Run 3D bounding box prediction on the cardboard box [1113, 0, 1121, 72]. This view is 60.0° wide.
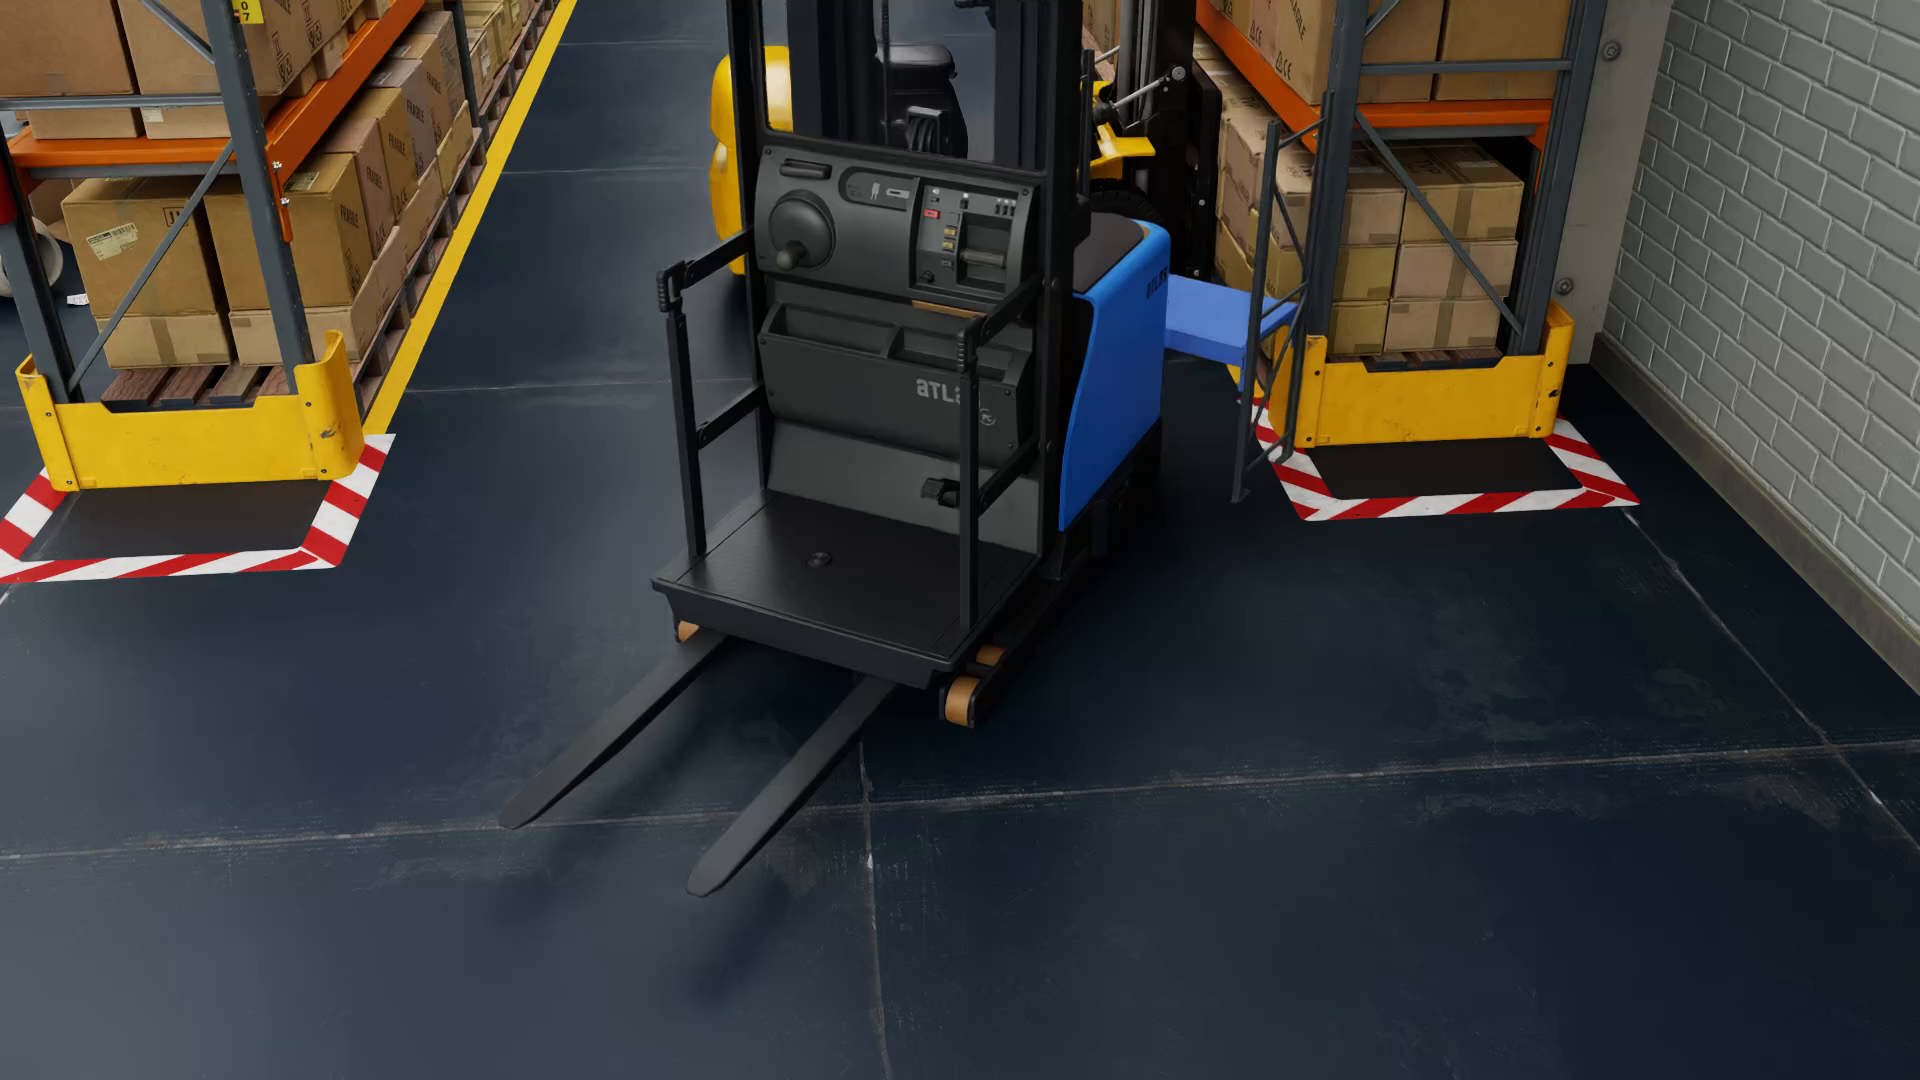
[{"bbox_3d":[1.475,-3.263,10.693,0.875,0.625,0.625,-1,31,-2],"label":"cardboard box"}]

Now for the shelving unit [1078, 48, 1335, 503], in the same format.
[{"bbox_3d":[0.797,-1.045,6.536,1.048,1.500,0.538,20,36,29],"label":"shelving unit"}]

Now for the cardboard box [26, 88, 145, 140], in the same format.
[{"bbox_3d":[-3.281,-1.627,6.293,0.380,0.149,0.250,-2,31,-3],"label":"cardboard box"}]

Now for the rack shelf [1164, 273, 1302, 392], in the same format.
[{"bbox_3d":[0.797,-0.890,6.629,1.000,0.185,0.538,20,36,29],"label":"rack shelf"}]

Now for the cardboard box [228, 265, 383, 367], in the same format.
[{"bbox_3d":[-2.833,-0.979,7.236,0.500,0.250,0.500,-3,31,-5],"label":"cardboard box"}]

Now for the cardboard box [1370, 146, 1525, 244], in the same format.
[{"bbox_3d":[2.052,-1.477,7.095,0.500,0.250,0.500,-3,31,-5],"label":"cardboard box"}]

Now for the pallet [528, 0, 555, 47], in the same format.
[{"bbox_3d":[-3.709,-4.042,12.812,1.003,0.211,1.213,-3,31,-5],"label":"pallet"}]

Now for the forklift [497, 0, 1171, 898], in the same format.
[{"bbox_3d":[-0.305,-0.922,4.936,1.130,2.935,3.031,14,34,22],"label":"forklift"}]

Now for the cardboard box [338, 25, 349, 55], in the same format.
[{"bbox_3d":[-2.876,-2.159,7.185,0.380,0.149,0.250,-2,31,-3],"label":"cardboard box"}]

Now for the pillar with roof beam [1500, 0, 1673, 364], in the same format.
[{"bbox_3d":[-1.545,-4.562,5.112,9.100,9.000,0.400,-3,31,-5],"label":"pillar with roof beam"}]

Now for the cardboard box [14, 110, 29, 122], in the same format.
[{"bbox_3d":[-5.176,-2.748,9.624,0.500,0.500,0.500,-3,31,-5],"label":"cardboard box"}]

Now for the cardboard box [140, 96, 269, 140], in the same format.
[{"bbox_3d":[-2.859,-1.629,6.298,0.380,0.149,0.250,-3,31,-4],"label":"cardboard box"}]

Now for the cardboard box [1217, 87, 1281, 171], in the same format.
[{"bbox_3d":[1.444,-1.960,7.904,0.500,0.250,0.500,-2,31,-4],"label":"cardboard box"}]

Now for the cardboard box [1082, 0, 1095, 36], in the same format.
[{"bbox_3d":[1.338,-4.043,12.000,0.875,0.625,0.625,-4,31,-7],"label":"cardboard box"}]

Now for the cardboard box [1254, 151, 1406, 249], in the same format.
[{"bbox_3d":[1.555,-1.443,7.037,0.500,0.250,0.500,-2,31,-3],"label":"cardboard box"}]

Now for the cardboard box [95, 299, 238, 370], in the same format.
[{"bbox_3d":[-3.379,-0.966,7.214,0.500,0.250,0.500,-3,31,-5],"label":"cardboard box"}]

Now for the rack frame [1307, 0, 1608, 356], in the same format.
[{"bbox_3d":[1.909,-1.794,6.328,1.000,3.000,0.127,-3,31,-5],"label":"rack frame"}]

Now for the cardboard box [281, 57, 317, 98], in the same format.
[{"bbox_3d":[-2.841,-1.897,6.746,0.380,0.149,0.250,-4,31,-6],"label":"cardboard box"}]

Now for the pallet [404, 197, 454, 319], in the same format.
[{"bbox_3d":[-3.192,-1.434,8.444,1.003,0.211,1.213,-3,31,-5],"label":"pallet"}]

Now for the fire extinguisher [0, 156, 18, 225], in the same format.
[{"bbox_3d":[-3.481,-1.440,5.812,0.296,0.674,0.183,-3,31,-5],"label":"fire extinguisher"}]

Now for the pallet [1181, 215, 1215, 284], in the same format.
[{"bbox_3d":[1.685,-1.606,8.734,1.003,0.211,1.213,-3,31,-5],"label":"pallet"}]

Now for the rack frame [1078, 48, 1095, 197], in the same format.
[{"bbox_3d":[0.379,-1.193,6.785,0.032,1.500,0.500,20,36,29],"label":"rack frame"}]

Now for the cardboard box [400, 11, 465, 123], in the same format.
[{"bbox_3d":[-3.084,-2.629,9.266,0.500,0.500,0.500,-3,31,-5],"label":"cardboard box"}]

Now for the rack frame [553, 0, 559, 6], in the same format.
[{"bbox_3d":[-3.781,-5.638,12.765,1.000,3.000,0.127,-3,31,-5],"label":"rack frame"}]

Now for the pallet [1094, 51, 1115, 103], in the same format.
[{"bbox_3d":[1.427,-3.013,11.088,1.003,0.211,1.213,-3,31,-5],"label":"pallet"}]

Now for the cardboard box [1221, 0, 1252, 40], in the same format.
[{"bbox_3d":[1.514,-2.602,7.584,0.500,0.500,0.500,-3,31,-6],"label":"cardboard box"}]

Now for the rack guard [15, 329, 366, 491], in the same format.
[{"bbox_3d":[-3.040,-0.520,6.632,1.175,0.500,0.348,-3,31,-5],"label":"rack guard"}]

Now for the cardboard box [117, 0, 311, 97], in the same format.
[{"bbox_3d":[-2.801,-1.980,6.252,0.500,0.500,0.500,-3,31,-5],"label":"cardboard box"}]

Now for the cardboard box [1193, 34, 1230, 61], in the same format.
[{"bbox_3d":[1.363,-2.488,8.787,0.500,0.250,0.500,-2,31,-3],"label":"cardboard box"}]

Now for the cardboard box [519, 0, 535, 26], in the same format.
[{"bbox_3d":[-3.661,-4.025,12.217,0.950,0.372,0.625,-3,31,-6],"label":"cardboard box"}]

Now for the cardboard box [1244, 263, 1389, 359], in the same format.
[{"bbox_3d":[1.550,-1.018,7.301,0.500,0.250,0.500,-3,31,-4],"label":"cardboard box"}]

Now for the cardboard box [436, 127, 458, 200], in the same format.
[{"bbox_3d":[-3.024,-2.036,9.005,0.500,0.250,0.500,-4,31,-6],"label":"cardboard box"}]

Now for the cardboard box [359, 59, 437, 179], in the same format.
[{"bbox_3d":[-2.986,-2.109,8.396,0.500,0.500,0.500,-1,31,-2],"label":"cardboard box"}]

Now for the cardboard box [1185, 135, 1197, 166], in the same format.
[{"bbox_3d":[1.403,-2.016,8.485,0.500,0.250,0.500,-3,31,-5],"label":"cardboard box"}]

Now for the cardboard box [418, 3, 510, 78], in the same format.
[{"bbox_3d":[-3.529,-3.283,10.974,0.950,0.372,0.625,-1,31,-1],"label":"cardboard box"}]

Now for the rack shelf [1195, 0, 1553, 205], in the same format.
[{"bbox_3d":[1.722,-2.506,8.222,1.077,0.370,4.000,-3,31,-5],"label":"rack shelf"}]

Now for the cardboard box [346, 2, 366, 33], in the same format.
[{"bbox_3d":[-2.956,-2.427,7.634,0.380,0.149,0.250,-4,31,-6],"label":"cardboard box"}]

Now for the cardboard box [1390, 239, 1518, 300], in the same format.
[{"bbox_3d":[2.071,-1.258,7.216,0.500,0.250,0.500,-2,31,-4],"label":"cardboard box"}]

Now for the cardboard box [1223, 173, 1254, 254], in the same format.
[{"bbox_3d":[1.516,-1.498,7.618,0.500,0.250,0.500,-3,31,-5],"label":"cardboard box"}]

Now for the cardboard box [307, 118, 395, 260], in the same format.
[{"bbox_3d":[-2.889,-1.580,7.510,0.500,0.500,0.500,-4,31,-6],"label":"cardboard box"}]

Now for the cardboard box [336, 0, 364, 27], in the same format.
[{"bbox_3d":[-2.902,-2.504,7.130,0.500,0.500,0.500,-3,31,-6],"label":"cardboard box"}]

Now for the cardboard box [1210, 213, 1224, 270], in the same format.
[{"bbox_3d":[1.475,-1.528,8.156,0.500,0.250,0.500,-2,31,-4],"label":"cardboard box"}]

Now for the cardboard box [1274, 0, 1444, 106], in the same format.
[{"bbox_3d":[1.601,-2.075,6.702,0.500,0.500,0.500,-3,31,-6],"label":"cardboard box"}]

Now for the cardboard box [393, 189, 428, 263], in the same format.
[{"bbox_3d":[-2.937,-1.518,8.138,0.500,0.250,0.500,-1,31,-1],"label":"cardboard box"}]

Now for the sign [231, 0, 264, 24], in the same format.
[{"bbox_3d":[-2.493,-1.952,5.748,0.100,0.325,0.005,-3,31,-5],"label":"sign"}]

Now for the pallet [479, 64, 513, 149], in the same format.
[{"bbox_3d":[-3.481,-2.796,10.726,1.003,0.211,1.213,-3,31,-5],"label":"pallet"}]
